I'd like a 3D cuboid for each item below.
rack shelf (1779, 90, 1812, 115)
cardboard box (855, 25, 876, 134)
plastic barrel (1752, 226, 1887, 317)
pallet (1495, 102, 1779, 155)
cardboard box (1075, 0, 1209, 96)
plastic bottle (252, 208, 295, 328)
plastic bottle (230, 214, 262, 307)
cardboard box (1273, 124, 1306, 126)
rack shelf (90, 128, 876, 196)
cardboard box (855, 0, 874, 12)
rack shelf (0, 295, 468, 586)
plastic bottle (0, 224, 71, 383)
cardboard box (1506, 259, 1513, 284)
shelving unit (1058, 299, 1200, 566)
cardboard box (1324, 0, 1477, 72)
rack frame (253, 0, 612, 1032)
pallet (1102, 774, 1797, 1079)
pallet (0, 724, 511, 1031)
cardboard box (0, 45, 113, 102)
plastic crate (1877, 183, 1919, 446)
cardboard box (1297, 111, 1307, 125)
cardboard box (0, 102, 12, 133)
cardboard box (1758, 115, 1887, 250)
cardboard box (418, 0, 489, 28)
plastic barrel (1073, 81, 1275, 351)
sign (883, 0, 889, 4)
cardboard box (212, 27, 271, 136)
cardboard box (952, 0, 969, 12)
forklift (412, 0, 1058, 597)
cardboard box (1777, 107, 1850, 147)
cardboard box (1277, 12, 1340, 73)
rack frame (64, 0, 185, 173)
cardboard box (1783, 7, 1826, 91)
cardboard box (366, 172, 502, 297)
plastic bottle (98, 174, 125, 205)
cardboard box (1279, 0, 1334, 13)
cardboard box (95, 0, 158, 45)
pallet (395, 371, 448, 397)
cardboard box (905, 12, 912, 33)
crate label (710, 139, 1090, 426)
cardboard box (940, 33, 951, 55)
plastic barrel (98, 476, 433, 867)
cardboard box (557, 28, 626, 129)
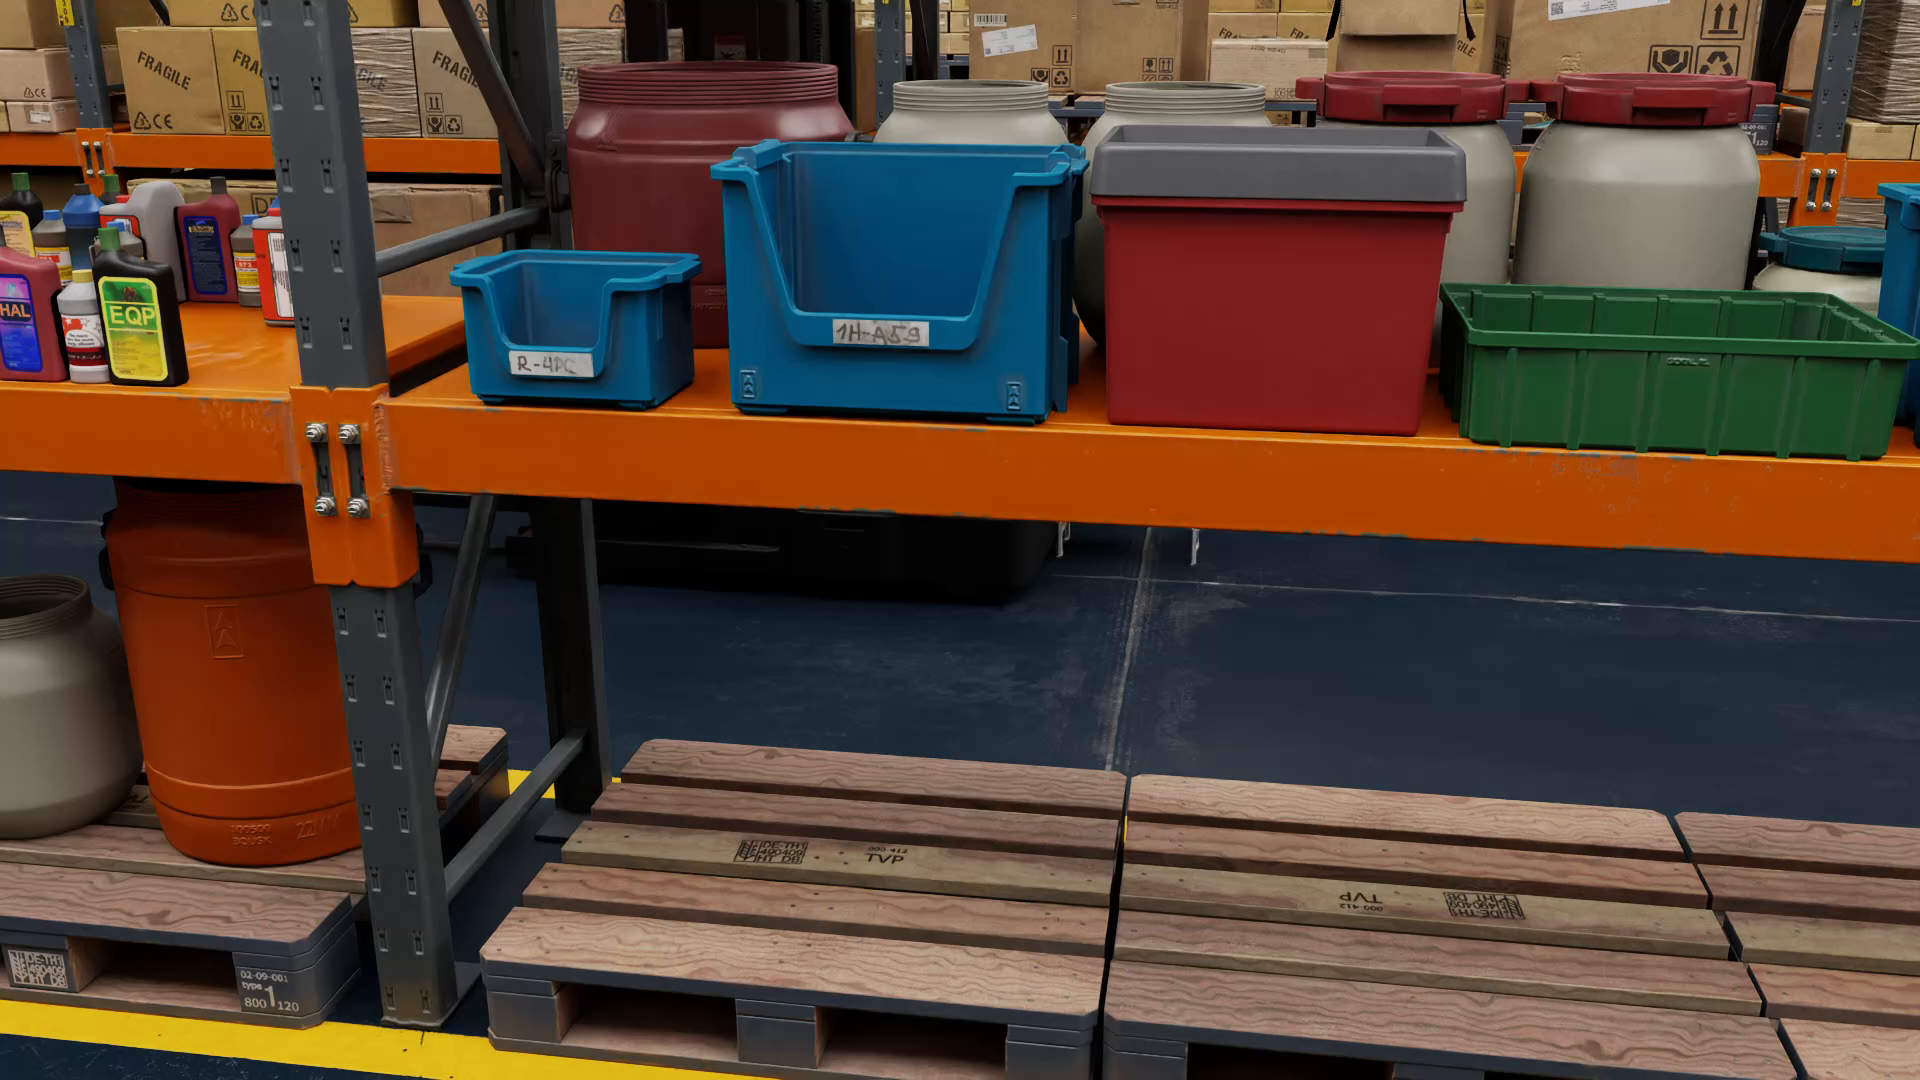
[{"bbox_3d":[6.568,-3.050,11.825,4.000,0.370,1.077,3,19,9],"label":"rack shelf"},{"bbox_3d":[-0.679,-2.301,8.296,0.500,0.500,0.500,3,19,10],"label":"cardboard box"},{"bbox_3d":[1.639,-0.440,3.110,0.301,0.262,0.301,0,18,0],"label":"plastic barrel"},{"bbox_3d":[2.975,-1.936,7.664,1.213,0.211,1.003,3,19,9],"label":"pallet"},{"bbox_3d":[0.864,-2.379,7.868,0.500,0.500,0.700,6,19,17],"label":"cardboard box"},{"bbox_3d":[-1.428,-0.609,3.592,0.135,0.276,0.152,3,19,9],"label":"plastic bottle"},{"bbox_3d":[-1.610,-0.641,3.804,0.097,0.201,0.097,0,18,0],"label":"plastic bottle"},{"bbox_3d":[3.364,-4.096,17.296,0.625,0.372,0.950,4,19,10],"label":"cardboard box"},{"bbox_3d":[-2.217,-1.904,8.399,4.000,0.370,1.077,3,19,9],"label":"rack shelf"},{"bbox_3d":[-0.683,-3.975,12.253,0.250,0.149,0.380,3,19,10],"label":"cardboard box"},{"bbox_3d":[-3.003,-0.352,3.762,4.000,0.370,1.077,3,19,9],"label":"rack shelf"},{"bbox_3d":[-1.723,-0.436,3.061,0.133,0.283,0.061,3,19,9],"label":"plastic bottle"},{"bbox_3d":[2.636,-1.034,7.911,0.500,0.500,0.700,3,19,8],"label":"cardboard box"},{"bbox_3d":[0.628,-0.527,5.988,0.503,1.200,0.258,3,19,10],"label":"shelving unit"},{"bbox_3d":[1.981,-2.249,7.474,0.637,0.503,0.797,5,19,14],"label":"cardboard box"},{"bbox_3d":[-1.028,-0.593,3.347,0.127,3.000,1.000,3,19,9],"label":"rack frame"},{"bbox_3d":[0.932,0.843,3.451,1.213,0.211,1.003,3,19,9],"label":"pallet"},{"bbox_3d":[-1.813,0.703,3.869,1.213,0.211,1.003,3,19,9],"label":"pallet"},{"bbox_3d":[-4.669,-2.356,8.383,0.500,0.250,0.500,3,19,8],"label":"cardboard box"},{"bbox_3d":[1.783,-0.342,2.622,0.575,0.384,0.392,3,19,9],"label":"plastic crate"},{"bbox_3d":[4.781,-5.740,21.812,0.625,0.625,0.875,3,19,8],"label":"cardboard box"},{"bbox_3d":[-4.799,-2.152,8.404,0.250,0.149,0.380,3,19,10],"label":"cardboard box"},{"bbox_3d":[6.094,-2.586,11.990,0.875,0.875,0.875,3,19,9],"label":"cardboard box"},{"bbox_3d":[-2.268,-2.775,8.130,0.637,0.503,0.797,4,19,10],"label":"cardboard box"},{"bbox_3d":[0.438,-0.640,3.311,0.421,0.512,0.421,0,18,0],"label":"plastic barrel"},{"bbox_3d":[-0.327,-2.519,7.280,0.005,0.325,0.100,3,19,9],"label":"sign"},{"bbox_3d":[-3.281,-2.267,8.192,0.500,0.500,0.500,3,19,9],"label":"cardboard box"},{"bbox_3d":[0.087,-3.936,12.137,0.250,0.149,0.380,2,19,6],"label":"cardboard box"},{"bbox_3d":[-1.148,-1.408,5.893,3.031,2.935,1.130,3,19,10],"label":"forklift"},{"bbox_3d":[3.966,-1.905,7.665,0.250,0.149,0.380,3,19,9],"label":"cardboard box"},{"bbox_3d":[2.536,-3.557,12.050,0.500,0.500,0.500,3,19,8],"label":"cardboard box"},{"bbox_3d":[-4.192,-2.346,8.586,0.127,3.000,1.000,3,19,9],"label":"rack frame"},{"bbox_3d":[6.021,-3.463,11.691,0.550,0.550,0.875,3,19,9],"label":"cardboard box"},{"bbox_3d":[-2.674,-1.466,8.645,0.875,0.875,1.225,2,19,7],"label":"cardboard box"},{"bbox_3d":[-1.986,-0.705,3.866,0.133,0.283,0.061,3,19,9],"label":"plastic bottle"},{"bbox_3d":[2.597,-4.113,12.135,0.500,0.500,0.700,3,19,8],"label":"cardboard box"},{"bbox_3d":[-4.624,-2.875,8.755,0.500,0.500,0.500,3,19,9],"label":"cardboard box"},{"bbox_3d":[-2.210,-0.947,8.802,1.213,0.211,1.003,3,19,9],"label":"pallet"},{"bbox_3d":[-0.440,-3.822,12.263,0.250,0.149,0.380,3,19,10],"label":"cardboard box"},{"bbox_3d":[-0.090,-0.475,2.938,0.616,0.435,0.502,3,19,9],"label":"crate label"},{"bbox_3d":[-0.161,-3.667,12.269,0.250,0.149,0.380,3,19,9],"label":"cardboard box"},{"bbox_3d":[-1.514,0.218,3.682,0.708,0.830,0.600,3,19,9],"label":"plastic barrel"},{"bbox_3d":[-1.773,-2.191,7.966,0.500,0.500,0.500,2,19,7],"label":"cardboard box"}]
